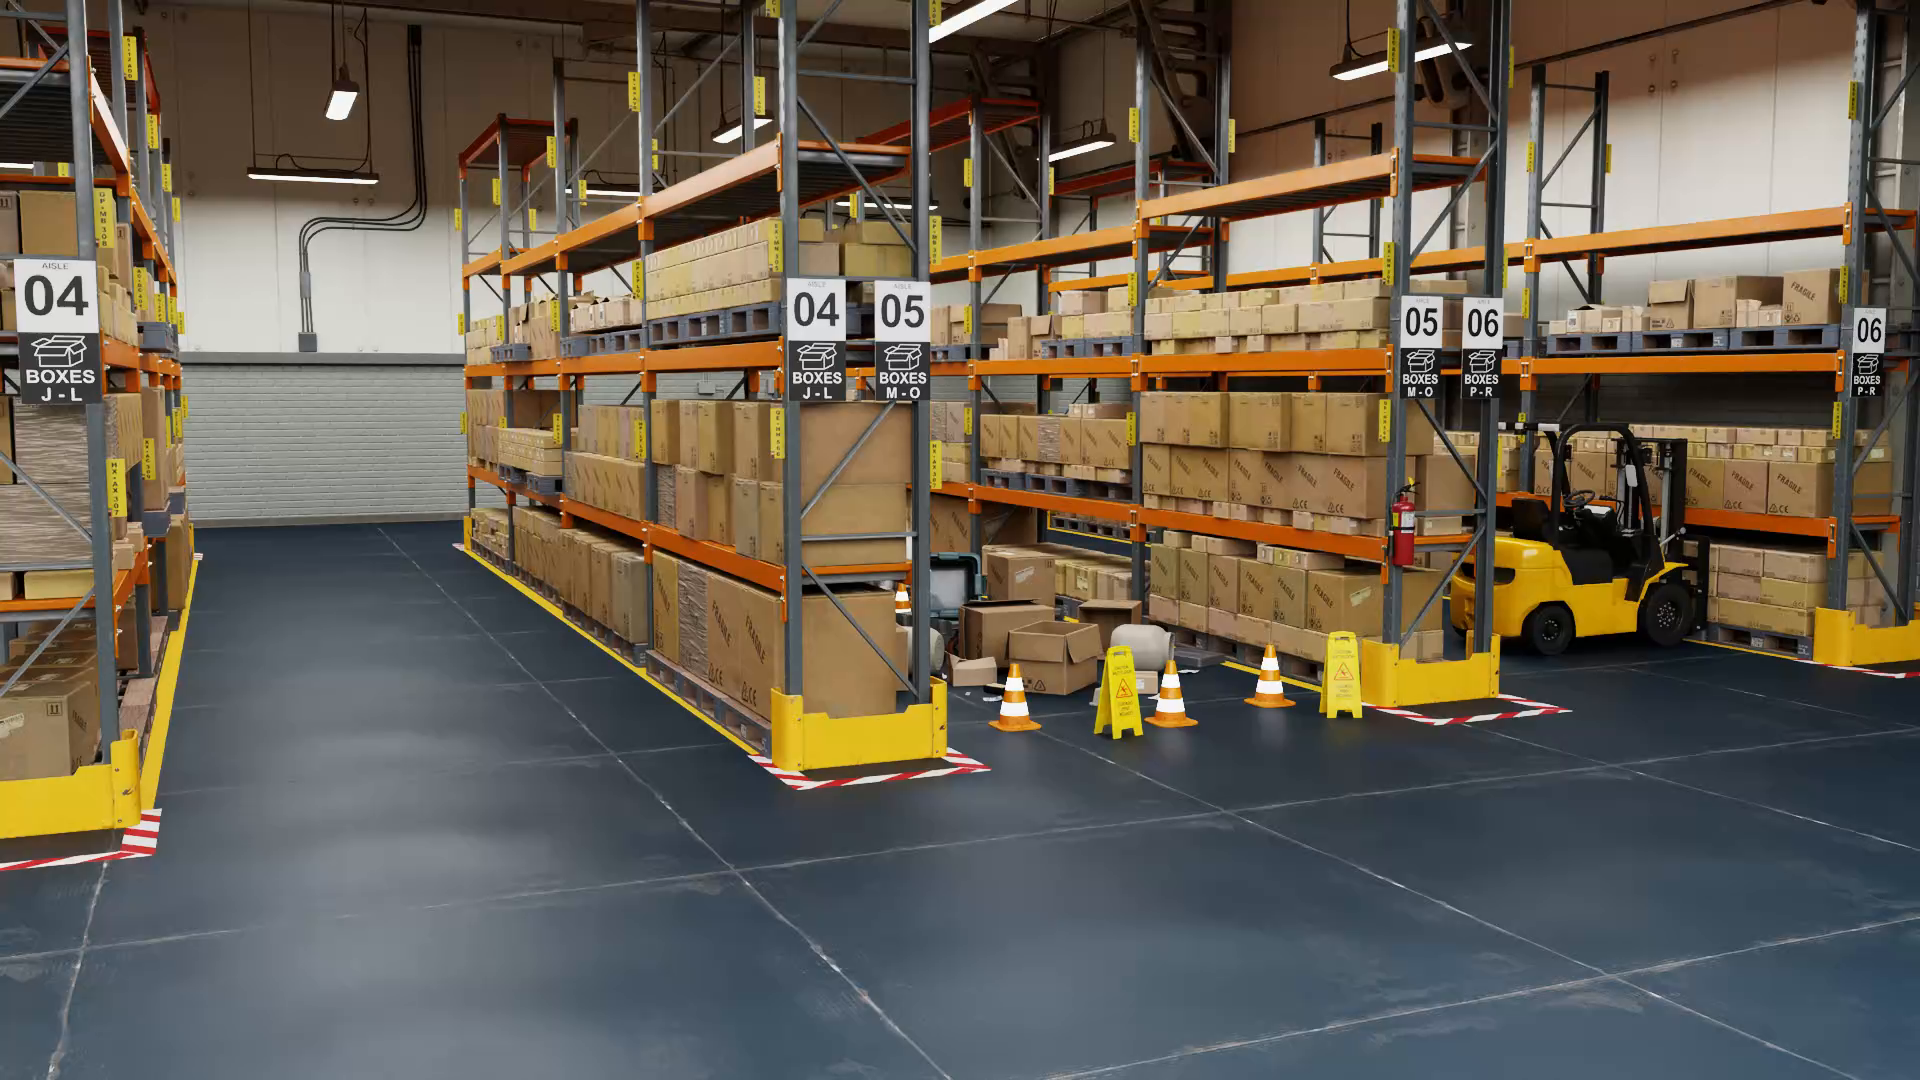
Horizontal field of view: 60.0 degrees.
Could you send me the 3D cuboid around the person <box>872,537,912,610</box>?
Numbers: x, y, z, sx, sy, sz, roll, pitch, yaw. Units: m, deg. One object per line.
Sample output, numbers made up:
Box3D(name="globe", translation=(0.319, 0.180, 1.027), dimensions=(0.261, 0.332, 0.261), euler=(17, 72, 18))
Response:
Box3D(name="person", translation=(-0.709, 0.296, 18.655), dimensions=(0.549, 0.990, 0.870), euler=(-2, 6, -24))
